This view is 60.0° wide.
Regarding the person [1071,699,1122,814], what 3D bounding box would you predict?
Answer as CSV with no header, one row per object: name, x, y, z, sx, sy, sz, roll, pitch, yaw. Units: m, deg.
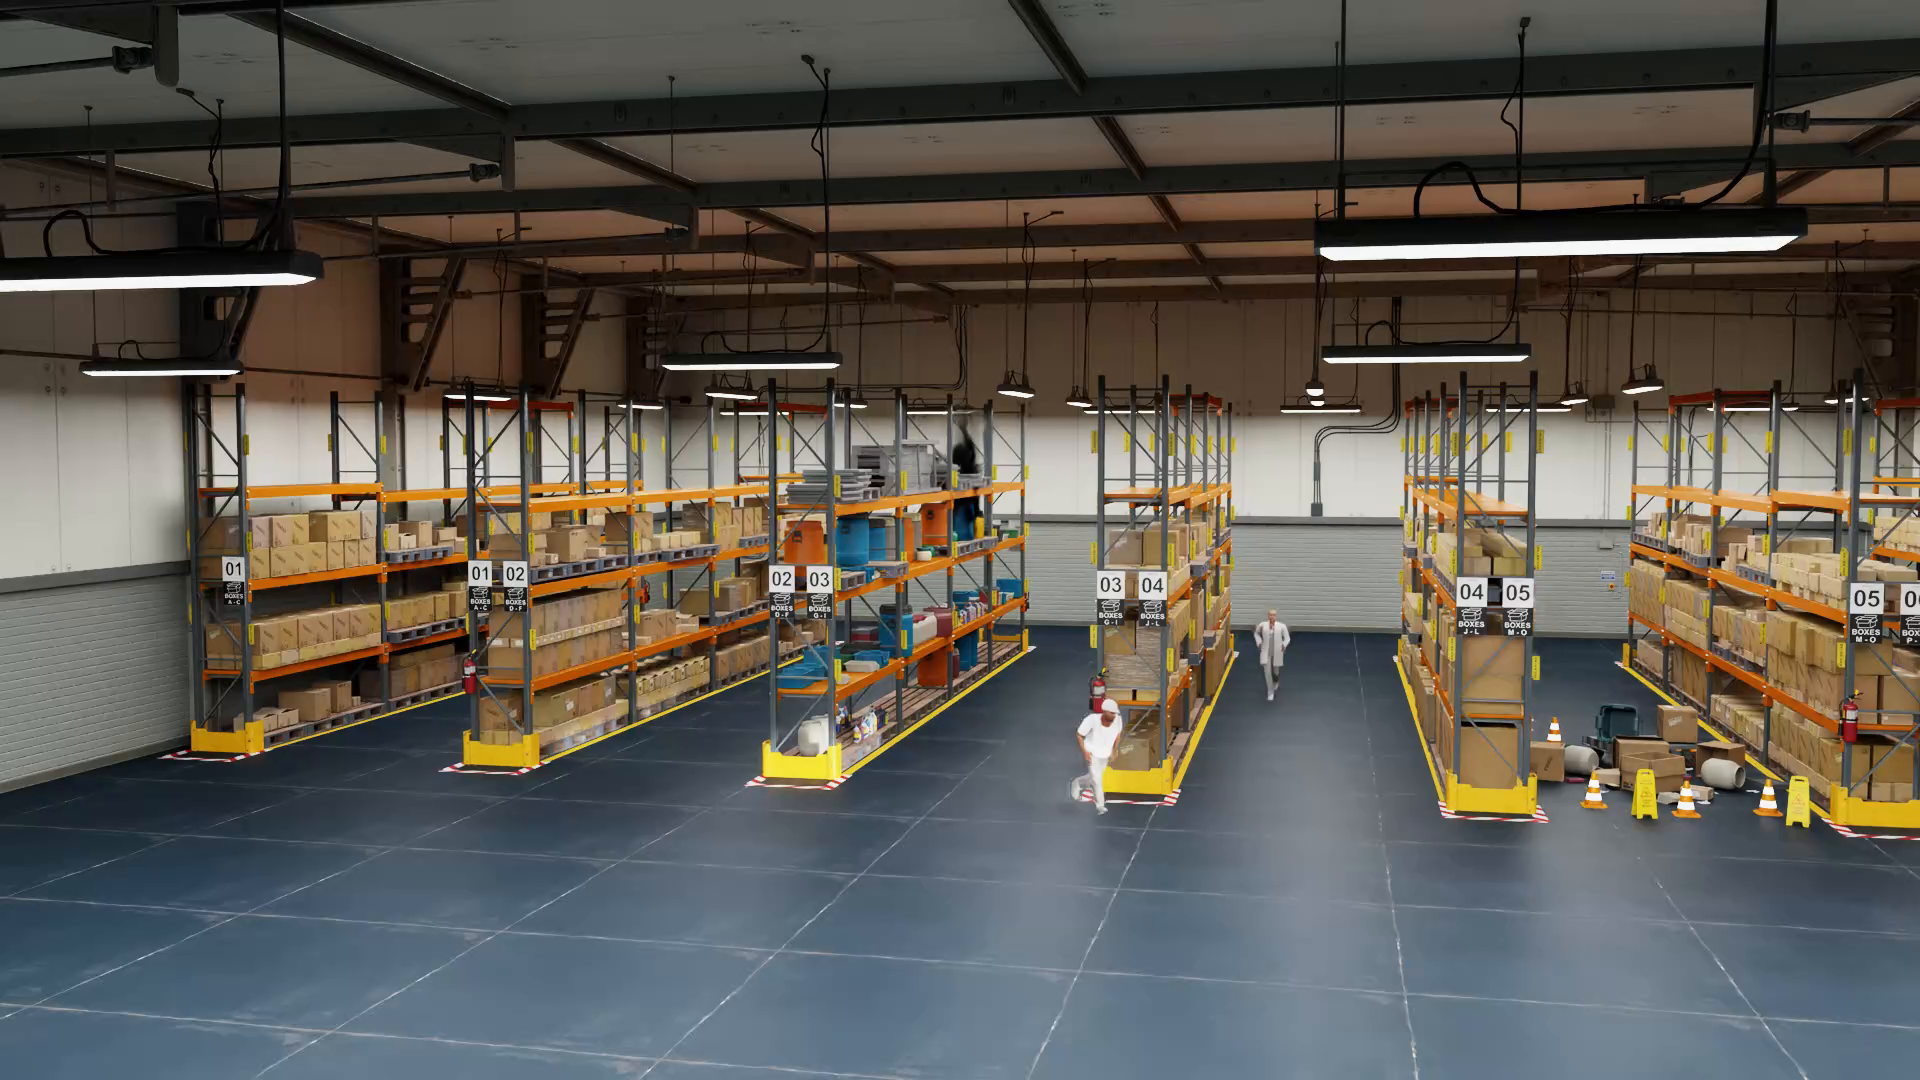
person,1.840,2.922,22.654,0.687,1.618,1.084,-2,4,-26

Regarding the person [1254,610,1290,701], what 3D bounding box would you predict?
person,6.163,2.258,32.913,0.711,1.764,0.880,1,3,13
